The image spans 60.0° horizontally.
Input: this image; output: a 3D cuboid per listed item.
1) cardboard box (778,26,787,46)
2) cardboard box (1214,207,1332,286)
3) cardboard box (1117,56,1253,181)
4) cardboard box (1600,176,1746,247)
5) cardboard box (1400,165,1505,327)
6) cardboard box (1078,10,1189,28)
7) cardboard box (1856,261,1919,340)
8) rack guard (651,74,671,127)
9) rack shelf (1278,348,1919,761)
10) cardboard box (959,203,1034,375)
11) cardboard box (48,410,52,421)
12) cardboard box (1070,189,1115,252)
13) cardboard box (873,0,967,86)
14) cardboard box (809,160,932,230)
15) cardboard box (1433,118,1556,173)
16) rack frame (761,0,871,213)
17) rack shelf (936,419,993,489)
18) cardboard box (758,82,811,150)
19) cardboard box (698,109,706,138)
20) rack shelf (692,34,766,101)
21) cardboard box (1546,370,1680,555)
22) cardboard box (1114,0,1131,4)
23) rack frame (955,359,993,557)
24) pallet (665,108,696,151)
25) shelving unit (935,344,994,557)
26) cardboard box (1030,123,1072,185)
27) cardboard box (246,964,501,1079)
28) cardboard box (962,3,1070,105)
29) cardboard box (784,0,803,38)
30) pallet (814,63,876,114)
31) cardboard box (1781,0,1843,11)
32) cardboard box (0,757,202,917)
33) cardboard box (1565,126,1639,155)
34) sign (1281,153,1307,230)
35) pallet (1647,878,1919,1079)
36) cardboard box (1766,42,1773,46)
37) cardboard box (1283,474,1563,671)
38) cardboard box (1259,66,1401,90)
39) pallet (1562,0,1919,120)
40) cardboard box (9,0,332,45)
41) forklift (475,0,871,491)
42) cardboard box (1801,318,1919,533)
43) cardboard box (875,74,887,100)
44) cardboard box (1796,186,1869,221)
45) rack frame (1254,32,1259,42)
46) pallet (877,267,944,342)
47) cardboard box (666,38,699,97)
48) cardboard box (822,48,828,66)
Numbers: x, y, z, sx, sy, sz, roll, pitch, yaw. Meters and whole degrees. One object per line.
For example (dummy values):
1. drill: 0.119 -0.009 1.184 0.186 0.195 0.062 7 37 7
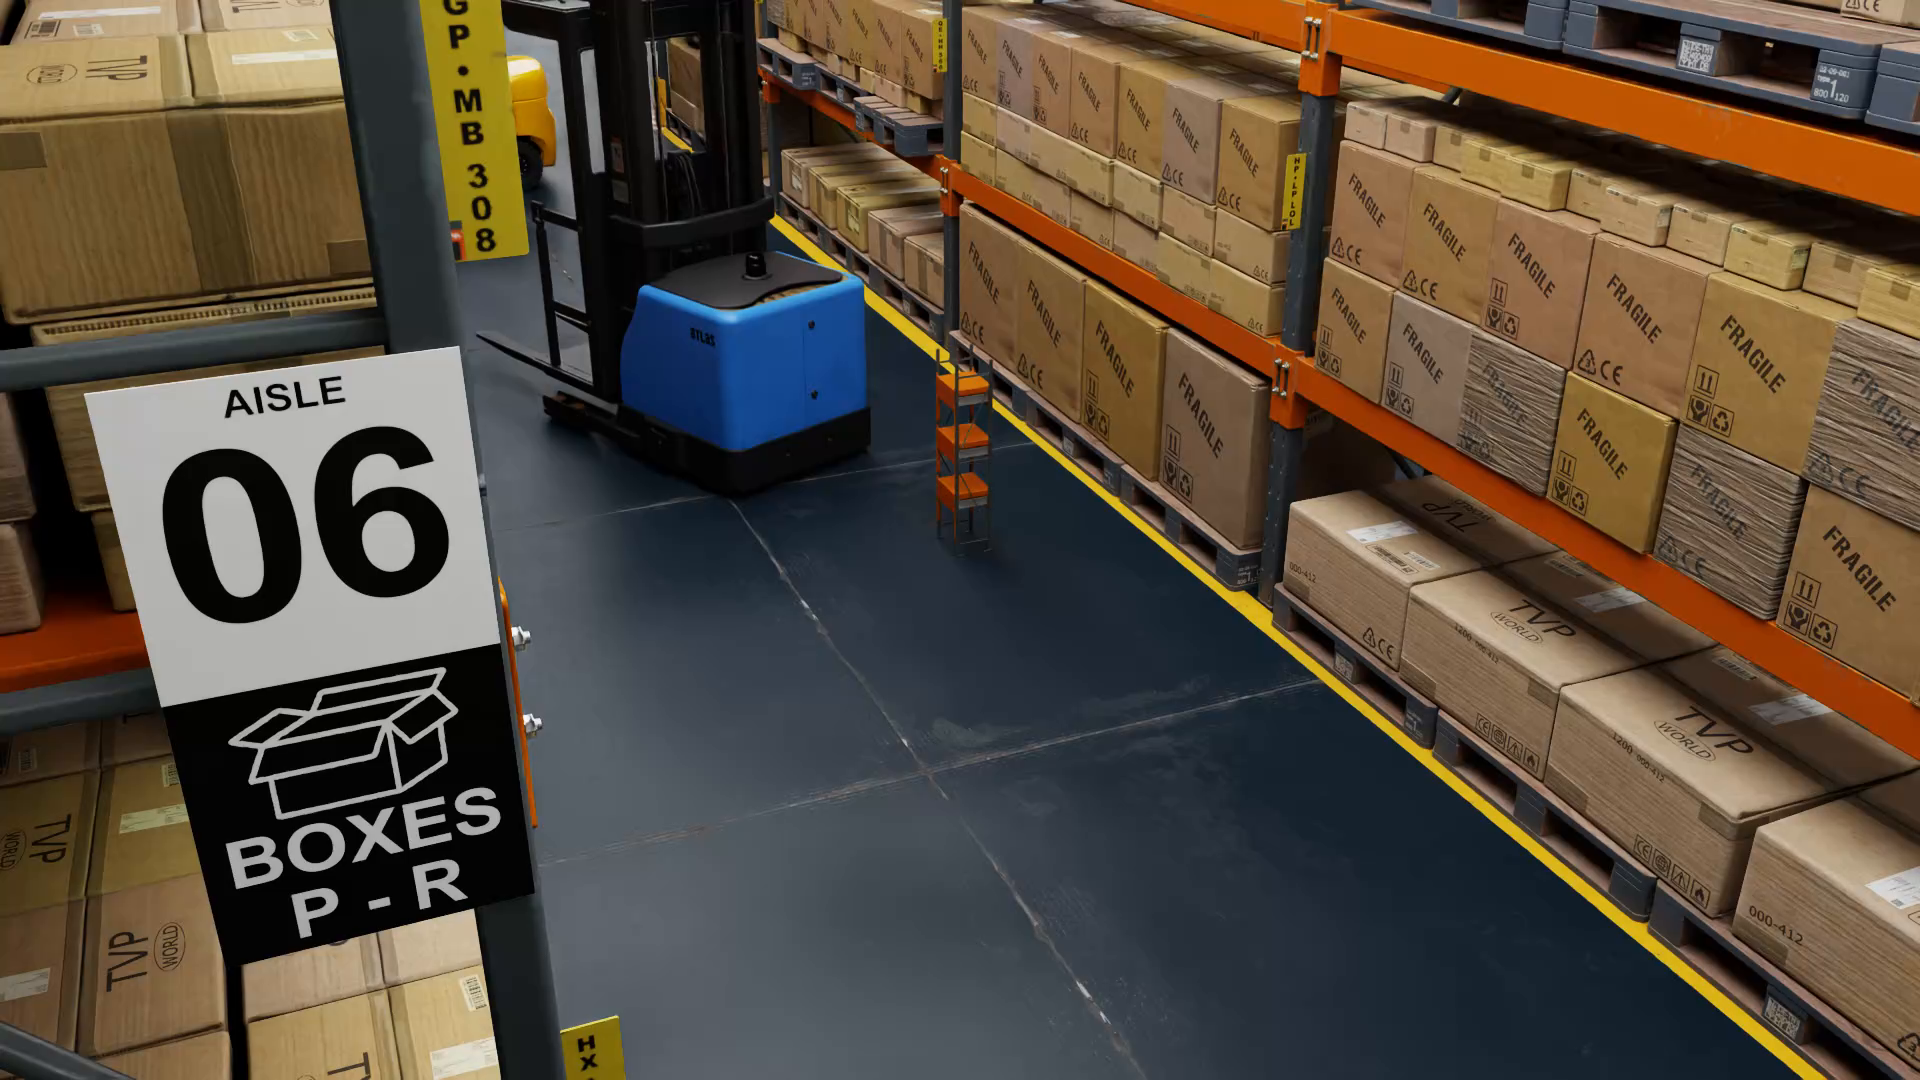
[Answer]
1. cardboard box: -1.268 -4.143 13.625 0.380 0.149 0.250 -10 28 -20
2. cardboard box: 1.543 -1.409 7.817 0.500 0.250 0.500 -11 28 -21
3. cardboard box: 1.144 -2.162 8.506 0.500 0.500 0.500 -10 28 -19
4. cardboard box: 2.403 -1.111 5.613 0.380 0.149 0.250 -10 28 -20
5. cardboard box: 2.095 -1.171 6.475 0.500 0.500 0.500 -11 28 -21
6. cardboard box: 1.025 -2.855 9.924 0.500 0.500 0.500 -10 28 -20
7. cardboard box: 2.820 -0.693 4.758 0.380 0.149 0.250 -10 28 -19
8. rack guard: -2.730 -4.806 18.023 1.175 0.500 0.348 -11 28 -21
9. rack shelf: 2.723 0.016 6.119 1.077 0.370 4.000 -11 28 -21
10. cardboard box: 0.567 -1.671 10.696 0.875 0.875 0.875 -11 28 -21
11. cardboard box: -1.694 -0.288 2.788 0.380 0.149 0.250 -12 28 -22
12. cardboard box: 0.947 -1.806 9.201 0.500 0.250 0.500 -11 28 -21
13. cardboard box: -0.273 -3.440 11.445 0.500 0.500 0.500 -11 28 -21
14. cardboard box: -0.701 -2.852 13.688 0.950 0.372 0.625 -9 27 -17
15. cardboard box: 2.078 -1.532 6.476 0.380 0.149 0.250 -11 28 -21
16. rack frame: -1.193 -4.345 14.230 1.000 3.000 0.127 -11 28 -21
17. rack shelf: 0.021 -0.441 8.480 0.215 0.259 0.240 -11 28 -21
18. cardboard box: -1.672 -3.828 14.971 0.500 0.500 0.500 -11 28 -21
19. cardboard box: -2.280 -4.114 16.413 0.500 0.250 0.500 -9 27 -17
20. rack shelf: -1.977 -4.829 16.041 1.077 0.370 4.000 -11 28 -21
21. cardboard box: 2.466 -0.312 5.856 0.500 0.500 0.500 -10 28 -19
22. cardboard box: 2.082 -5.822 19.199 0.875 0.875 0.875 -10 28 -20
23. rack frame: 0.069 -0.401 8.375 0.200 1.050 0.008 -11 28 -21
24. pallet: -2.445 -4.342 17.402 1.003 0.211 1.213 -11 28 -21
25. shelving unit: 0.021 -0.450 8.475 0.215 1.050 0.252 -11 28 -21
26. cardboard box: 0.729 -2.228 9.496 0.500 0.250 0.500 -11 28 -21
27. cardboard box: -0.990 1.058 2.995 0.500 0.250 0.500 -10 28 -20
28. cardboard box: 0.341 -2.983 10.187 0.500 0.500 0.500 -12 28 -22
29. cardboard box: -1.077 -4.271 13.148 0.500 0.500 0.500 -10 28 -20
30. pallet: -0.440 -3.436 12.587 1.003 0.211 1.213 -11 28 -21
31. cardboard box: 2.854 -1.966 5.233 0.500 0.500 0.500 -10 28 -20
32. cardboard box: -1.875 0.739 3.650 0.500 0.250 0.500 -10 28 -19
33. cardboard box: 2.561 -1.505 6.420 0.380 0.149 0.250 -11 28 -21
34. sign: 1.444 -1.503 7.179 0.100 0.325 0.005 -11 28 -21
35. pallet: 3.121 1.443 5.553 1.003 0.211 1.213 -11 28 -21
36. cardboard box: 5.407 -3.214 11.044 0.380 0.149 0.250 -10 28 -19
37. cardboard box: 2.087 0.119 7.528 0.875 0.438 0.875 -11 28 -21
38. cardboard box: 1.807 -2.037 8.250 0.500 0.500 0.500 -11 28 -21
39. pallet: 2.724 -1.599 5.289 1.003 0.211 1.213 -11 28 -21
40. cardboard box: -1.184 -0.716 2.640 0.500 0.250 0.500 -11 28 -21
41. forklift: -1.920 -2.131 9.774 3.031 2.935 1.130 24 35 39
42. cardboard box: 2.866 -0.354 4.803 0.500 0.500 0.500 -10 28 -20
43. cardboard box: -0.375 -3.190 11.673 0.380 0.149 0.250 -12 28 -23
44. cardboard box: 3.053 -1.110 5.612 0.380 0.149 0.250 -11 28 -22
45. rack frame: 3.322 -5.236 16.055 1.000 3.000 0.127 -11 28 -21
46. pallet: 0.068 -1.793 12.181 1.003 0.211 1.213 -11 28 -21
47. cardboard box: -2.689 -4.867 17.100 0.500 0.500 0.500 -12 28 -22
48. cardboard box: -0.839 -3.728 12.775 0.380 0.149 0.250 -10 28 -20
